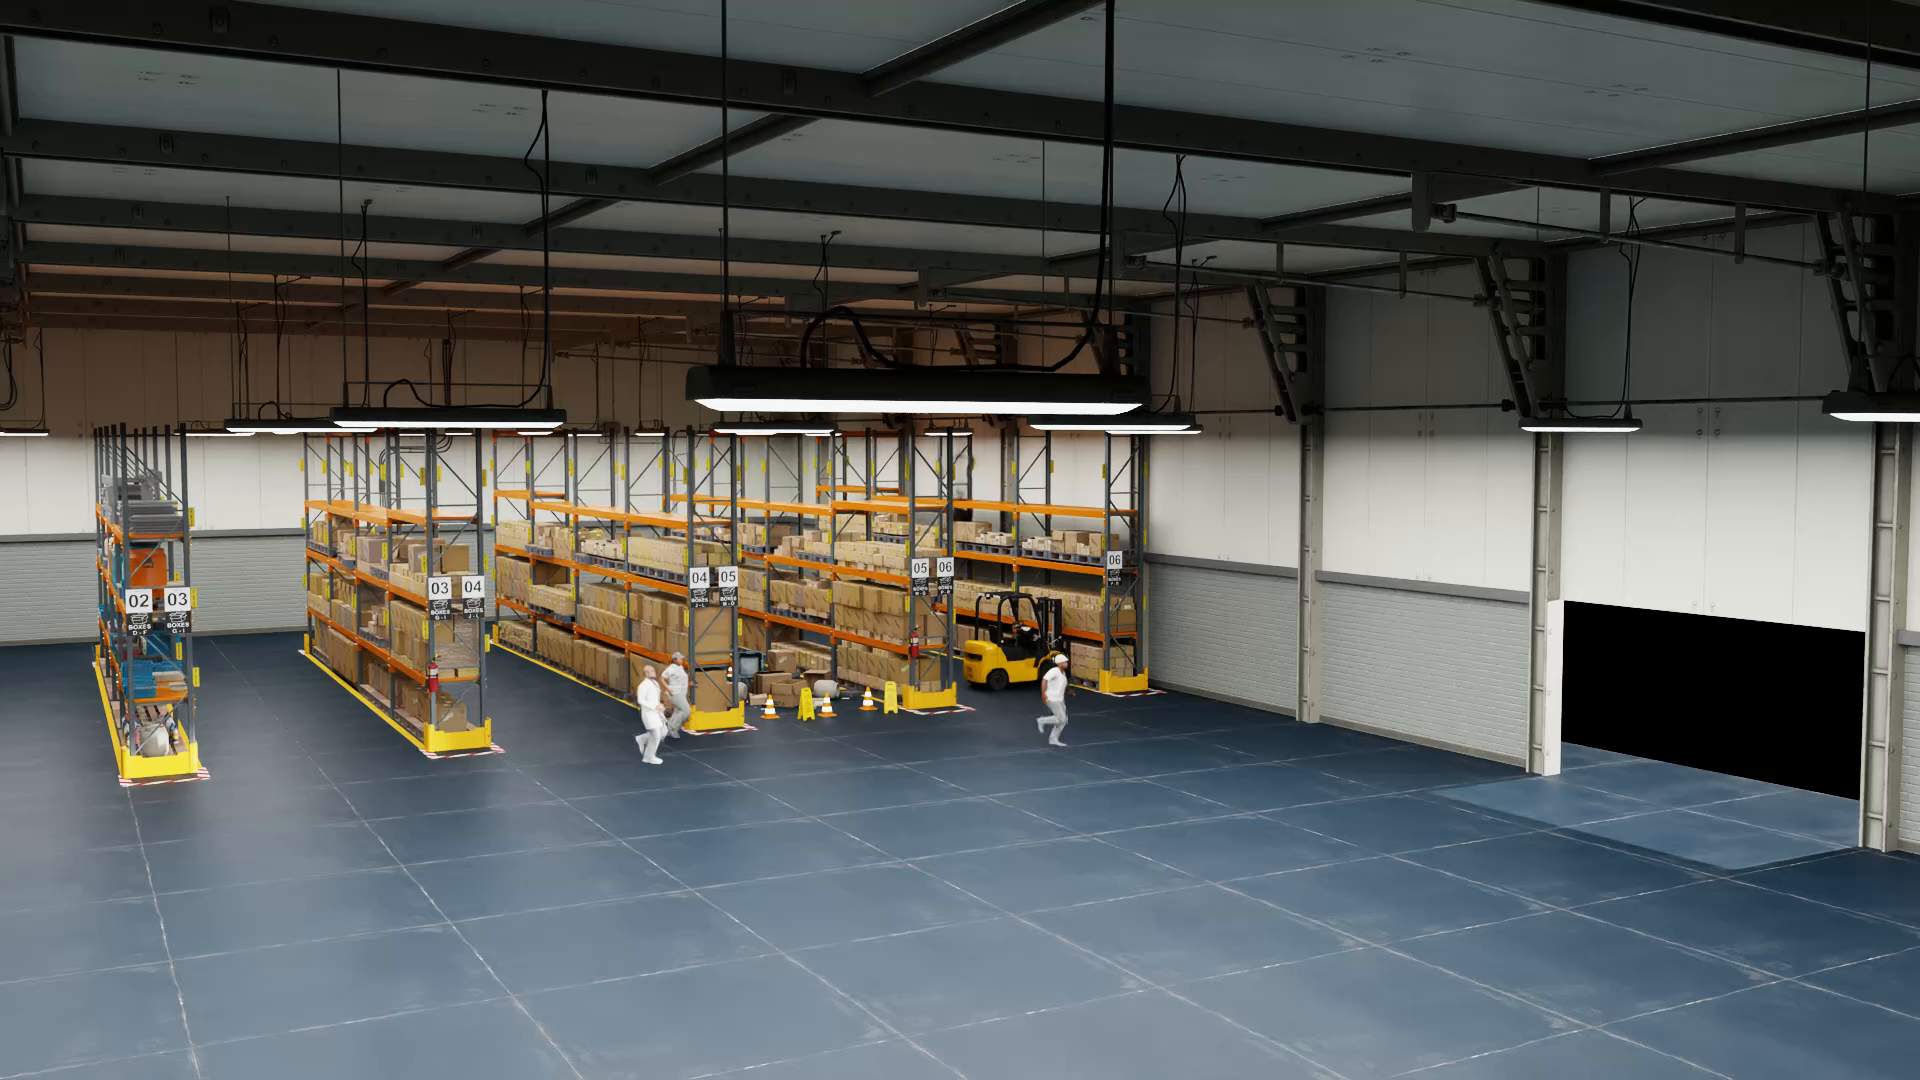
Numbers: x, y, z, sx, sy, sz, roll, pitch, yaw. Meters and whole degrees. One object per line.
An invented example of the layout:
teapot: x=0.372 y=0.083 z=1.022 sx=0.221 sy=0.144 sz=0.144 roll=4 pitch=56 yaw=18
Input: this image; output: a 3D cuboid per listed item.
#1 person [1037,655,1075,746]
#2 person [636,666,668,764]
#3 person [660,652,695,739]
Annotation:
person: x=1.784 y=2.999 z=31.124 sx=0.687 sy=1.714 sz=0.744 roll=2 pitch=4 yaw=26
person: x=-5.476 y=3.083 z=29.404 sx=0.637 sy=1.735 sz=0.711 roll=1 pitch=4 yaw=11
person: x=-5.376 y=2.970 z=31.809 sx=0.639 sy=1.650 sz=0.587 roll=1 pitch=4 yaw=12
